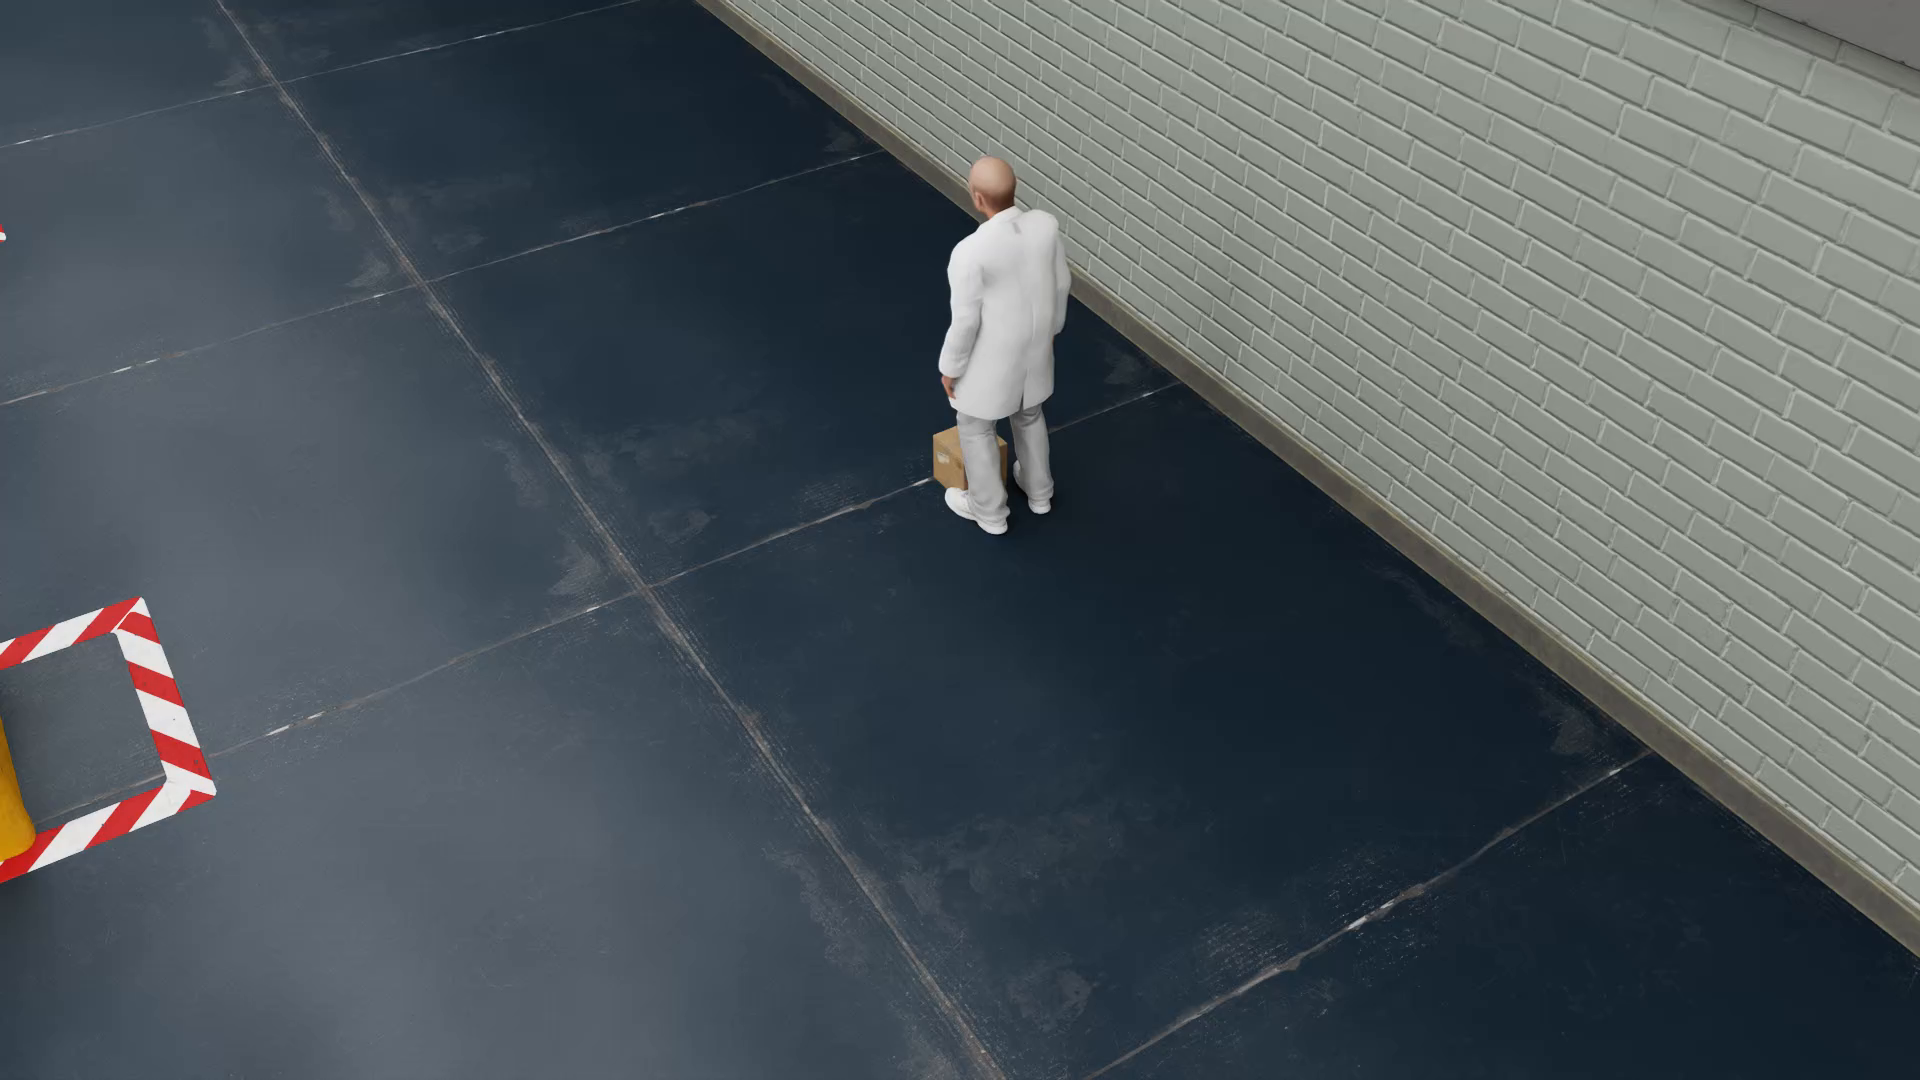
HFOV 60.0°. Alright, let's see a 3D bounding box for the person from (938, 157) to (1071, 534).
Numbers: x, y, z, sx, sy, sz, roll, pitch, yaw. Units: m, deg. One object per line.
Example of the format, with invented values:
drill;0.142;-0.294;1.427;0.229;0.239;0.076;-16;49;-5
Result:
person;0.178;-0.815;7.133;0.646;1.772;0.429;-25;46;-27
